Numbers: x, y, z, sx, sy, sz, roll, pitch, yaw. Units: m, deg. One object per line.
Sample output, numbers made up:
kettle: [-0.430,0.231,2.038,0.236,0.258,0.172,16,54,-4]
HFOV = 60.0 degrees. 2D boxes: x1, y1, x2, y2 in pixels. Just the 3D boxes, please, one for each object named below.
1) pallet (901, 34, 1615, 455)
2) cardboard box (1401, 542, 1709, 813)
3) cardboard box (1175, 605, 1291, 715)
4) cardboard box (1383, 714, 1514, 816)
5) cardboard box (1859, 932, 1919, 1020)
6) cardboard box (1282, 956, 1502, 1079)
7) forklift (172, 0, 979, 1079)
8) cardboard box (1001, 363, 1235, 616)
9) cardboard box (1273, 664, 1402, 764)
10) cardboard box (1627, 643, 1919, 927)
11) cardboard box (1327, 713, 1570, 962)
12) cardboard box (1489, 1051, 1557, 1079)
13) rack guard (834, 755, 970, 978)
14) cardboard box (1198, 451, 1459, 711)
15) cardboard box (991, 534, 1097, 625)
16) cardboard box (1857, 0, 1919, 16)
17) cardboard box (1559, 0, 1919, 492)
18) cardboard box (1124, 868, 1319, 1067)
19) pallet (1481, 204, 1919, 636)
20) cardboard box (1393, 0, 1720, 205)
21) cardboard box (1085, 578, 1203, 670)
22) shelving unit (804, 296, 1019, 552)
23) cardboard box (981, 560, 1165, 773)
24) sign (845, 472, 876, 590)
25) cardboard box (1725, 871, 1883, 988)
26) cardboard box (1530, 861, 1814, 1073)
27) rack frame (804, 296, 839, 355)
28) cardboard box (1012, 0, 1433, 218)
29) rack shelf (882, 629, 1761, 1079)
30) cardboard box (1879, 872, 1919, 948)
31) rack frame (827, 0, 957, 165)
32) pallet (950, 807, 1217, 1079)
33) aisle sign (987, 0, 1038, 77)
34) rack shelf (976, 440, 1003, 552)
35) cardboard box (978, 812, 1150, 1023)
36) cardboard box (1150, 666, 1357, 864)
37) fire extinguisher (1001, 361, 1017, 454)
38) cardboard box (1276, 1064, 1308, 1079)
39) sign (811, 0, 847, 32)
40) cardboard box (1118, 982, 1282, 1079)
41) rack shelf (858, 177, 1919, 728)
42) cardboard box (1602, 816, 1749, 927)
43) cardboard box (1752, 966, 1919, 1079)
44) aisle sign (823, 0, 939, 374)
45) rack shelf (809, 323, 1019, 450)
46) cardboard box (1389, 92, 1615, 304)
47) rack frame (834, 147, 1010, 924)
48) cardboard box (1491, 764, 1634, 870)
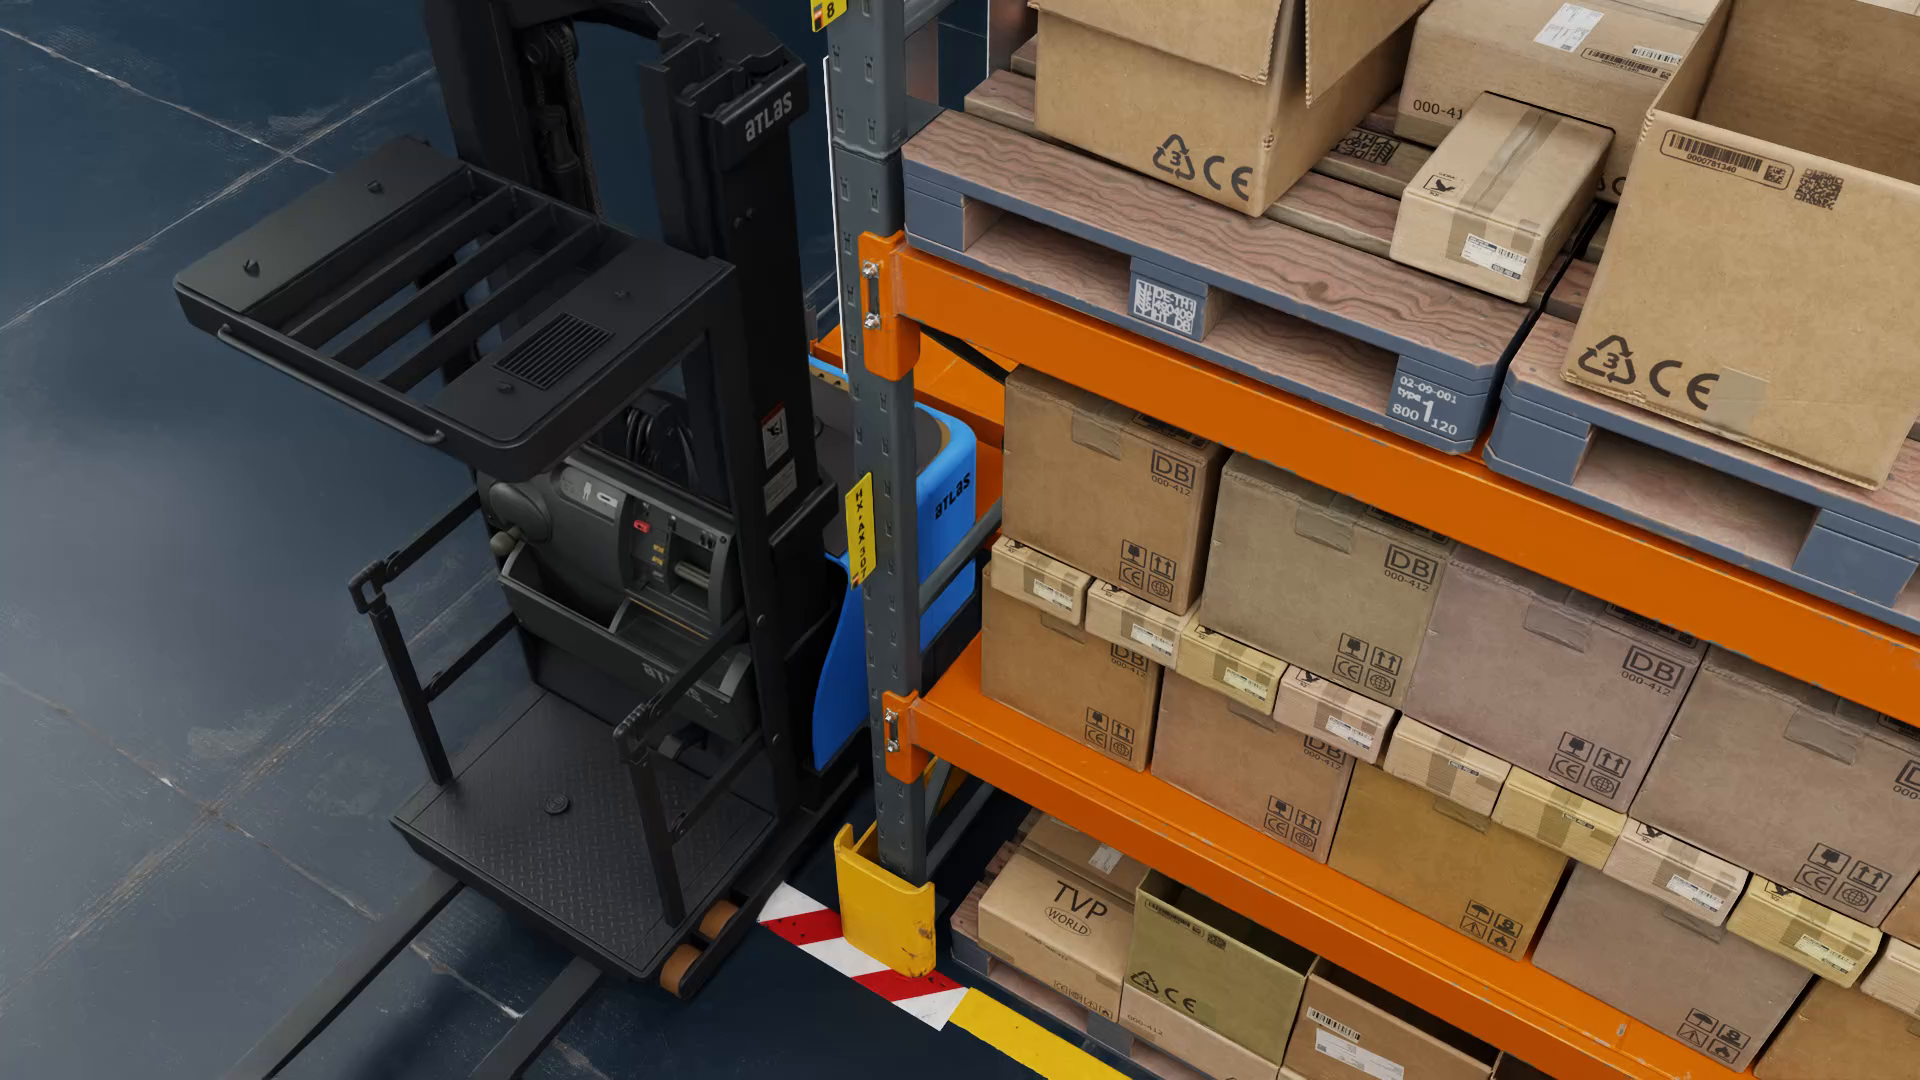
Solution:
pallet: [0.647,-0.747,3.354,1.213,0.211,1.003,25,51,22]
cardboard box: [1.367,0.096,3.591,0.500,0.500,0.700,25,51,22]
cardboard box: [0.713,0.198,3.944,0.250,0.149,0.380,25,51,22]
cardboard box: [1.150,0.398,3.749,0.250,0.149,0.380,23,50,21]
cardboard box: [2.020,0.798,3.361,0.250,0.149,0.380,26,51,23]
cardboard box: [1.247,1.249,4.546,0.500,0.500,0.500,25,51,22]
forklift: [-1.146,0.047,4.661,1.130,2.935,3.031,25,51,22]
cardboard box: [0.496,-0.299,3.975,0.500,0.500,0.700,25,51,22]
cardboard box: [0.924,0.297,3.848,0.250,0.149,0.380,24,50,22]
cardboard box: [1.789,0.289,3.403,0.500,0.500,0.700,25,51,22]
cardboard box: [1.311,0.528,4.075,0.500,0.500,0.700,25,51,22]
cardboard box: [1.658,1.453,4.348,0.500,0.500,0.500,25,51,22]
rack guard: [0.046,0.840,5.585,0.348,0.500,1.175,25,51,22]
cardboard box: [0.942,-0.099,3.780,0.500,0.500,0.700,23,50,21]
cardboard box: [0.280,0.000,4.137,0.250,0.149,0.380,24,51,22]
cardboard box: [1.646,-0.729,2.947,0.500,0.311,0.500,31,53,26]
cardboard box: [1.316,-0.489,2.582,0.500,0.500,0.500,25,51,22]
cardboard box: [0.819,1.064,4.727,0.500,0.500,0.500,25,51,22]
pallet: [1.678,-0.275,2.896,1.213,0.211,1.003,25,51,22]
cardboard box: [1.178,-0.923,3.178,0.500,0.250,0.500,25,51,22]
cardboard box: [0.504,0.100,4.039,0.250,0.149,0.380,23,50,21]
shelving unit: [0.006,-0.389,6.344,1.048,1.125,0.538,25,51,22]
cardboard box: [0.452,0.132,4.460,0.500,0.500,0.700,25,51,22]
sign: [-0.239,-0.018,4.017,0.005,0.325,0.100,25,51,22]
cardboard box: [1.795,0.697,3.459,0.250,0.149,0.380,26,51,23]
cardboard box: [1.757,0.730,3.879,0.500,0.500,0.700,26,51,23]
rack frame: [-0.422,-0.586,6.535,0.032,1.125,0.500,25,51,22]
cardboard box: [0.547,-1.073,3.147,0.637,0.503,0.797,28,52,25]
rack shelf: [1.749,1.004,4.185,4.000,0.370,1.077,25,51,22]
cardboard box: [2.209,0.483,3.215,0.500,0.500,0.700,25,51,22]
rack frame: [0.066,-2.112,2.528,0.127,3.000,1.000,25,51,22]
pallet: [0.732,1.221,5.416,1.213,0.211,1.003,25,51,22]
aisle sign: [0.169,-1.130,3.944,0.004,0.787,0.394,25,51,22]
rack shelf: [0.006,-0.219,6.519,1.000,0.278,0.538,25,51,22]
cardboard box: [0.397,1.132,5.182,0.500,0.250,0.500,25,51,22]
cardboard box: [0.897,0.333,4.265,0.500,0.500,0.700,26,51,23]
fire extinguisher: [0.217,-0.321,5.024,0.183,0.674,0.296,25,51,22]
cardboard box: [1.241,1.518,4.808,0.500,0.250,0.500,25,51,22]
sign: [-0.239,-1.066,2.938,0.005,0.325,0.100,25,51,22]
cardboard box: [0.820,1.324,4.997,0.500,0.250,0.500,25,51,22]
rack shelf: [1.749,-0.042,3.109,4.000,0.370,1.077,25,51,22]
cardboard box: [1.573,0.595,3.558,0.250,0.149,0.380,25,51,22]
cardboard box: [2.188,0.928,3.687,0.500,0.500,0.700,25,51,23]
aisle sign: [-0.155,-0.768,3.592,0.004,0.787,0.394,25,51,22]
rack shelf: [0.006,-0.593,6.134,1.000,0.278,0.538,25,51,22]
cardboard box: [0.961,-0.612,2.947,0.250,0.149,0.380,25,51,22]
rack frame: [0.066,-0.021,4.679,0.127,3.000,1.000,25,51,22]
cardboard box: [1.365,0.497,3.653,0.250,0.149,0.380,24,50,22]
